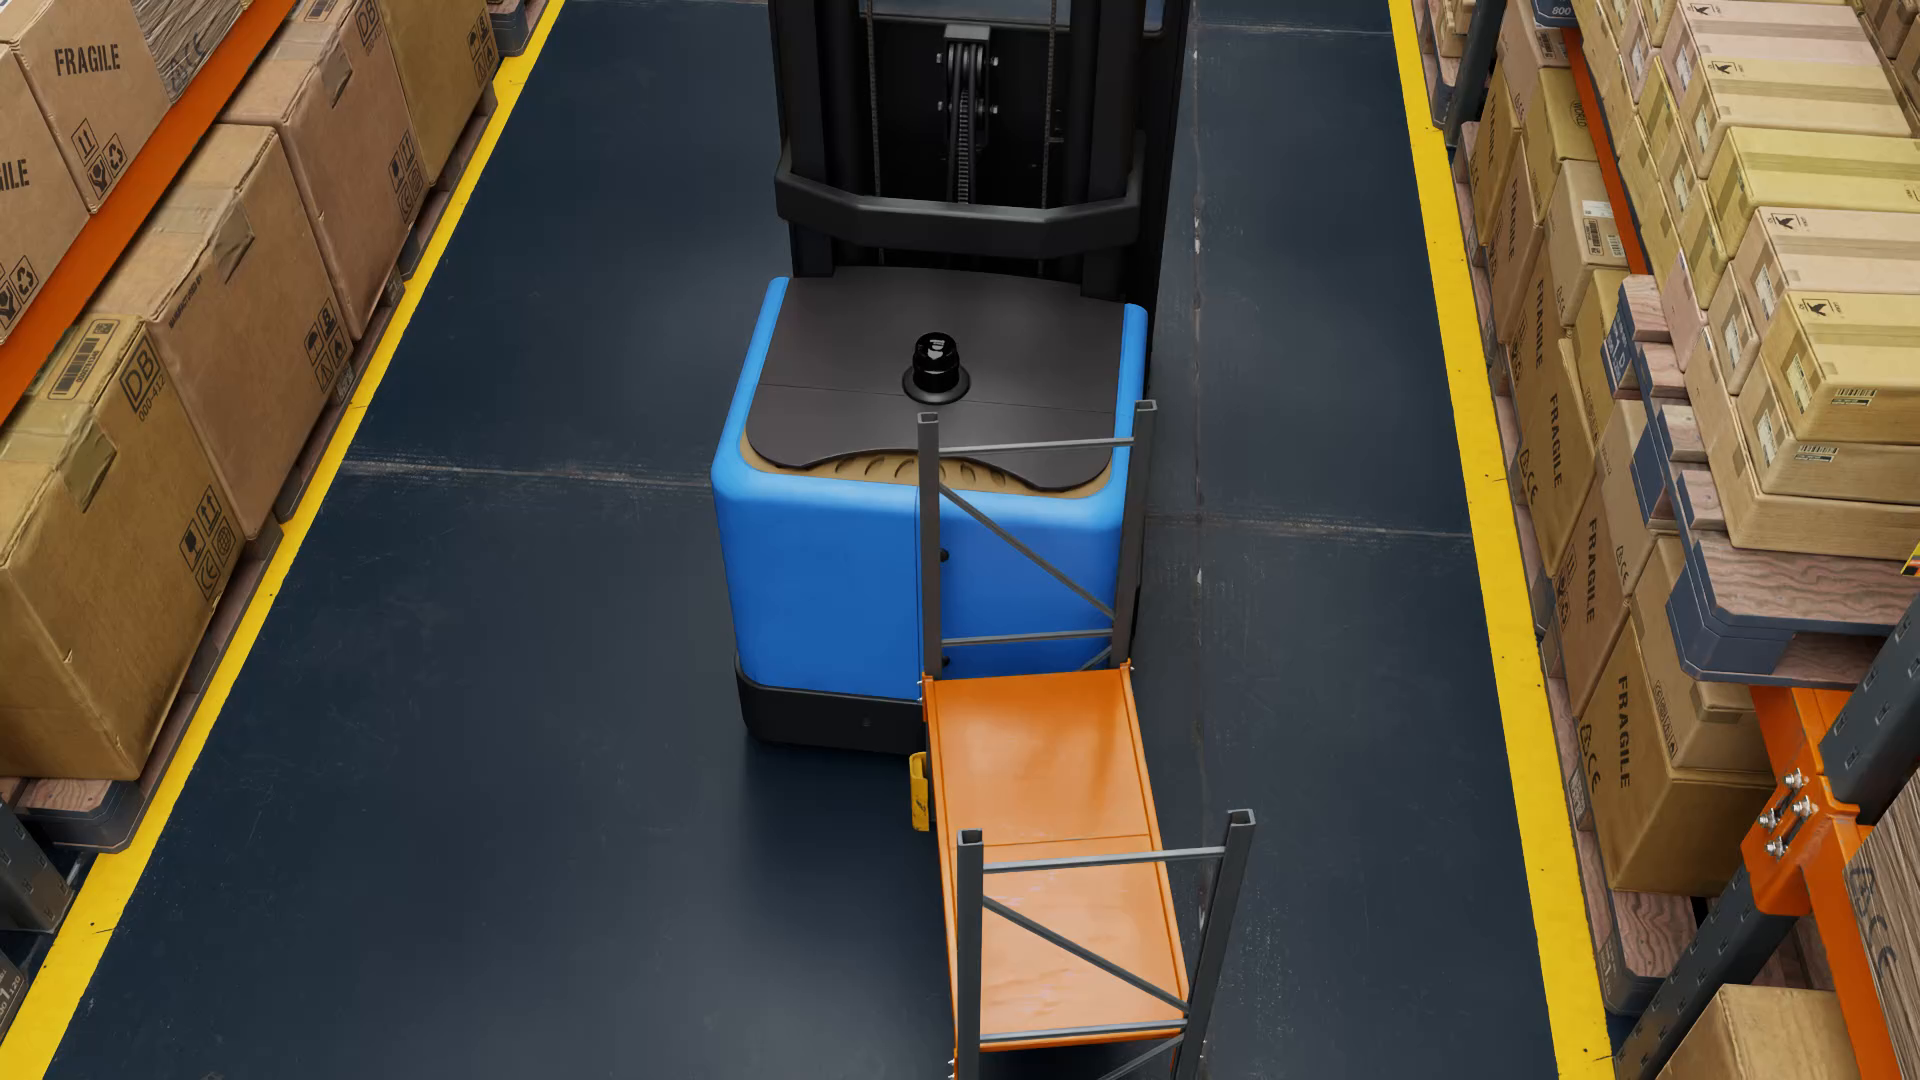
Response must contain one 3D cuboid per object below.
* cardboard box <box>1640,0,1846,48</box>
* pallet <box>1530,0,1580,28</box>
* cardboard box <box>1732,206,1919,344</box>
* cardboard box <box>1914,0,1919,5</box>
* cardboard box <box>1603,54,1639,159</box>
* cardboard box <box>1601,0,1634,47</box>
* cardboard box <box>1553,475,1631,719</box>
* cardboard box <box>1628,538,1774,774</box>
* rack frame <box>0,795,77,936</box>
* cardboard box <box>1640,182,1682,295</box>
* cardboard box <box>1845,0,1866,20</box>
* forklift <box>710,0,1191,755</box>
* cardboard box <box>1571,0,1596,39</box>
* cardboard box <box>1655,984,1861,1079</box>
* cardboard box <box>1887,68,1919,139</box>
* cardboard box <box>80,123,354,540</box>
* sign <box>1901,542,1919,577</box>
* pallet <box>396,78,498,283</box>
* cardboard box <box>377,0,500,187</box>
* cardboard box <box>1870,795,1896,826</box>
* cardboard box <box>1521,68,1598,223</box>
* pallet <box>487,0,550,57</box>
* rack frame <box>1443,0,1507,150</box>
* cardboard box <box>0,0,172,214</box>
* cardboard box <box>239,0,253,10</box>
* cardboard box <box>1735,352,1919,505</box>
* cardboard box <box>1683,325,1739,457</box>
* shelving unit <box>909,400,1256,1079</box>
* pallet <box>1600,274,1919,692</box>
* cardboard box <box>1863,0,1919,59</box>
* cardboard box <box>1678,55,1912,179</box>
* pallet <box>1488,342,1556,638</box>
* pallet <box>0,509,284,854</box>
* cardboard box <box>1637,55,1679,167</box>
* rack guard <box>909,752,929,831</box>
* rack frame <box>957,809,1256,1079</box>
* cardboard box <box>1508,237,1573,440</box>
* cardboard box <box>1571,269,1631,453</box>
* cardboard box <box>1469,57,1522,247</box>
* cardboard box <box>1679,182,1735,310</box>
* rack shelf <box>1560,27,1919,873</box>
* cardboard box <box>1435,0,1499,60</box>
[{"bbox_3d":[1.801,-1.257,3.849,0.380,0.149,0.250,6,48,5],"label":"cardboard box"},{"bbox_3d":[2.243,-1.981,5.159,1.003,0.211,1.213,4,48,4],"label":"pallet"},{"bbox_3d":[1.706,-0.491,3.149,0.380,0.149,0.250,3,48,3],"label":"cardboard box"},{"bbox_3d":[2.473,-1.391,3.972,0.380,0.149,0.250,3,48,3],"label":"cardboard box"},{"bbox_3d":[1.802,-1.050,4.064,0.380,0.149,0.250,5,48,5],"label":"cardboard box"},{"bbox_3d":[1.823,-1.347,4.133,0.380,0.149,0.250,3,48,3],"label":"cardboard box"},{"bbox_3d":[1.944,0.162,4.479,0.500,0.500,0.500,6,48,5],"label":"cardboard box"},{"bbox_3d":[1.894,0.271,3.871,0.500,0.250,0.500,3,48,3],"label":"cardboard box"},{"bbox_3d":[-2.837,-0.066,3.277,1.000,3.000,0.127,4,48,4],"label":"rack frame"},{"bbox_3d":[1.754,-0.663,3.709,0.380,0.149,0.250,3,48,3],"label":"cardboard box"},{"bbox_3d":[2.503,-1.391,4.376,0.380,0.149,0.250,6,48,5],"label":"cardboard box"},{"bbox_3d":[0.076,-1.451,4.590,1.130,2.935,3.031,5,48,5],"label":"forklift"},{"bbox_3d":[1.850,-1.436,4.416,0.380,0.149,0.250,3,48,3],"label":"cardboard box"},{"bbox_3d":[1.948,1.401,3.176,1.050,0.750,0.750,3,48,3],"label":"cardboard box"},{"bbox_3d":[2.454,-1.004,4.022,0.380,0.149,0.250,4,48,4],"label":"cardboard box"},{"bbox_3d":[-2.665,-0.651,4.968,1.225,0.875,0.875,4,48,4],"label":"cardboard box"},{"bbox_3d":[1.552,-0.051,2.533,0.100,0.325,0.005,4,48,4],"label":"sign"},{"bbox_3d":[-2.468,-1.492,6.471,1.003,0.211,1.213,4,48,4],"label":"pallet"},{"bbox_3d":[-2.511,-1.958,6.163,1.225,0.875,0.875,4,48,4],"label":"cardboard box"},{"bbox_3d":[2.411,0.541,4.131,0.500,0.500,0.500,2,48,2],"label":"cardboard box"},{"bbox_3d":[2.081,-1.232,5.245,0.500,0.250,0.500,5,48,5],"label":"cardboard box"},{"bbox_3d":[-2.325,-2.617,7.501,1.003,0.211,1.213,4,48,4],"label":"pallet"},{"bbox_3d":[2.458,-2.597,5.593,1.000,3.000,0.127,4,48,4],"label":"rack frame"},{"bbox_3d":[-2.434,-1.194,4.242,0.500,0.500,0.500,3,48,3],"label":"cardboard box"},{"bbox_3d":[-2.336,-1.929,4.914,0.500,0.500,0.500,3,48,3],"label":"cardboard box"},{"bbox_3d":[1.685,-0.209,3.092,0.380,0.149,0.250,5,48,4],"label":"cardboard box"},{"bbox_3d":[1.705,-0.291,3.369,0.380,0.149,0.250,4,48,3],"label":"cardboard box"},{"bbox_3d":[0.202,0.605,3.680,0.587,1.500,1.083,-3,48,-3],"label":"shelving unit"},{"bbox_3d":[2.052,-0.124,3.461,1.213,0.211,1.003,4,48,4],"label":"pallet"},{"bbox_3d":[2.474,-1.302,4.092,0.380,0.149,0.250,5,48,5],"label":"cardboard box"},{"bbox_3d":[1.751,-0.880,3.504,0.380,0.149,0.250,5,48,5],"label":"cardboard box"},{"bbox_3d":[2.279,-0.185,5.276,1.003,0.211,1.213,4,48,4],"label":"pallet"},{"bbox_3d":[-2.690,0.301,4.832,1.003,0.211,1.213,4,48,4],"label":"pallet"},{"bbox_3d":[1.777,-0.965,3.784,0.380,0.149,0.250,4,48,3],"label":"cardboard box"},{"bbox_3d":[0.161,0.661,4.476,0.587,0.250,0.087,-3,48,-3],"label":"rack guard"},{"bbox_3d":[0.245,0.986,3.332,0.500,1.500,0.032,-3,48,-3],"label":"rack frame"},{"bbox_3d":[2.045,-0.595,5.171,0.500,0.500,0.500,5,48,4],"label":"cardboard box"},{"bbox_3d":[1.991,-0.474,4.552,0.500,0.250,0.500,5,48,4],"label":"cardboard box"},{"bbox_3d":[2.126,-1.370,5.880,0.500,0.500,0.500,6,48,5],"label":"cardboard box"},{"bbox_3d":[1.729,-0.599,3.449,0.380,0.149,0.250,5,48,4],"label":"cardboard box"},{"bbox_3d":[2.275,-0.885,4.514,1.077,0.370,4.000,4,48,4],"label":"rack shelf"},{"bbox_3d":[2.154,-2.088,6.774,0.380,0.149,0.250,4,48,4],"label":"cardboard box"}]
